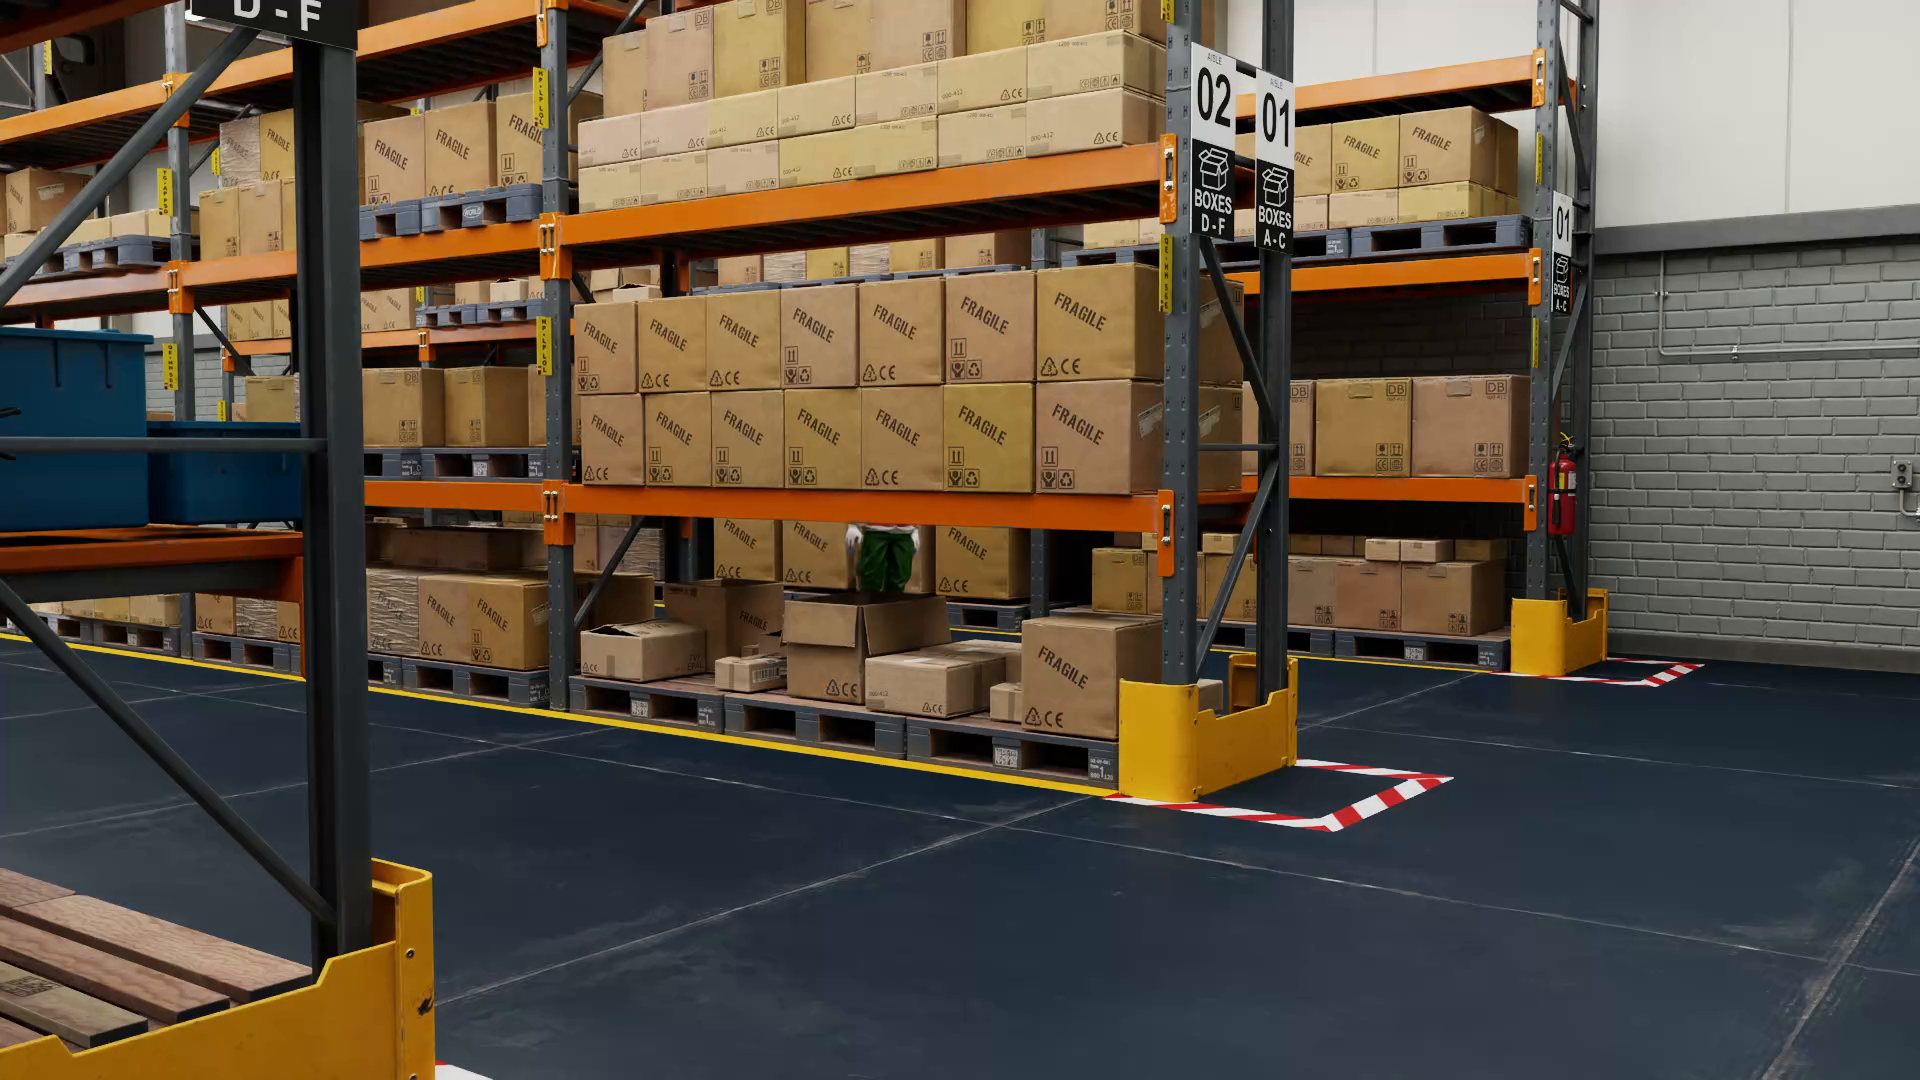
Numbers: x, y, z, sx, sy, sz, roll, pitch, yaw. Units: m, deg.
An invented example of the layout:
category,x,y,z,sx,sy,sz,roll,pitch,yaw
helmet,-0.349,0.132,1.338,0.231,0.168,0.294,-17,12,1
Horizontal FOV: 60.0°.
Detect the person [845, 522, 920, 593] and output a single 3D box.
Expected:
category,x,y,z,sx,sy,sz,roll,pitch,yaw
person,-0.554,-0.045,11.894,0.589,1.782,0.568,-2,4,-30
